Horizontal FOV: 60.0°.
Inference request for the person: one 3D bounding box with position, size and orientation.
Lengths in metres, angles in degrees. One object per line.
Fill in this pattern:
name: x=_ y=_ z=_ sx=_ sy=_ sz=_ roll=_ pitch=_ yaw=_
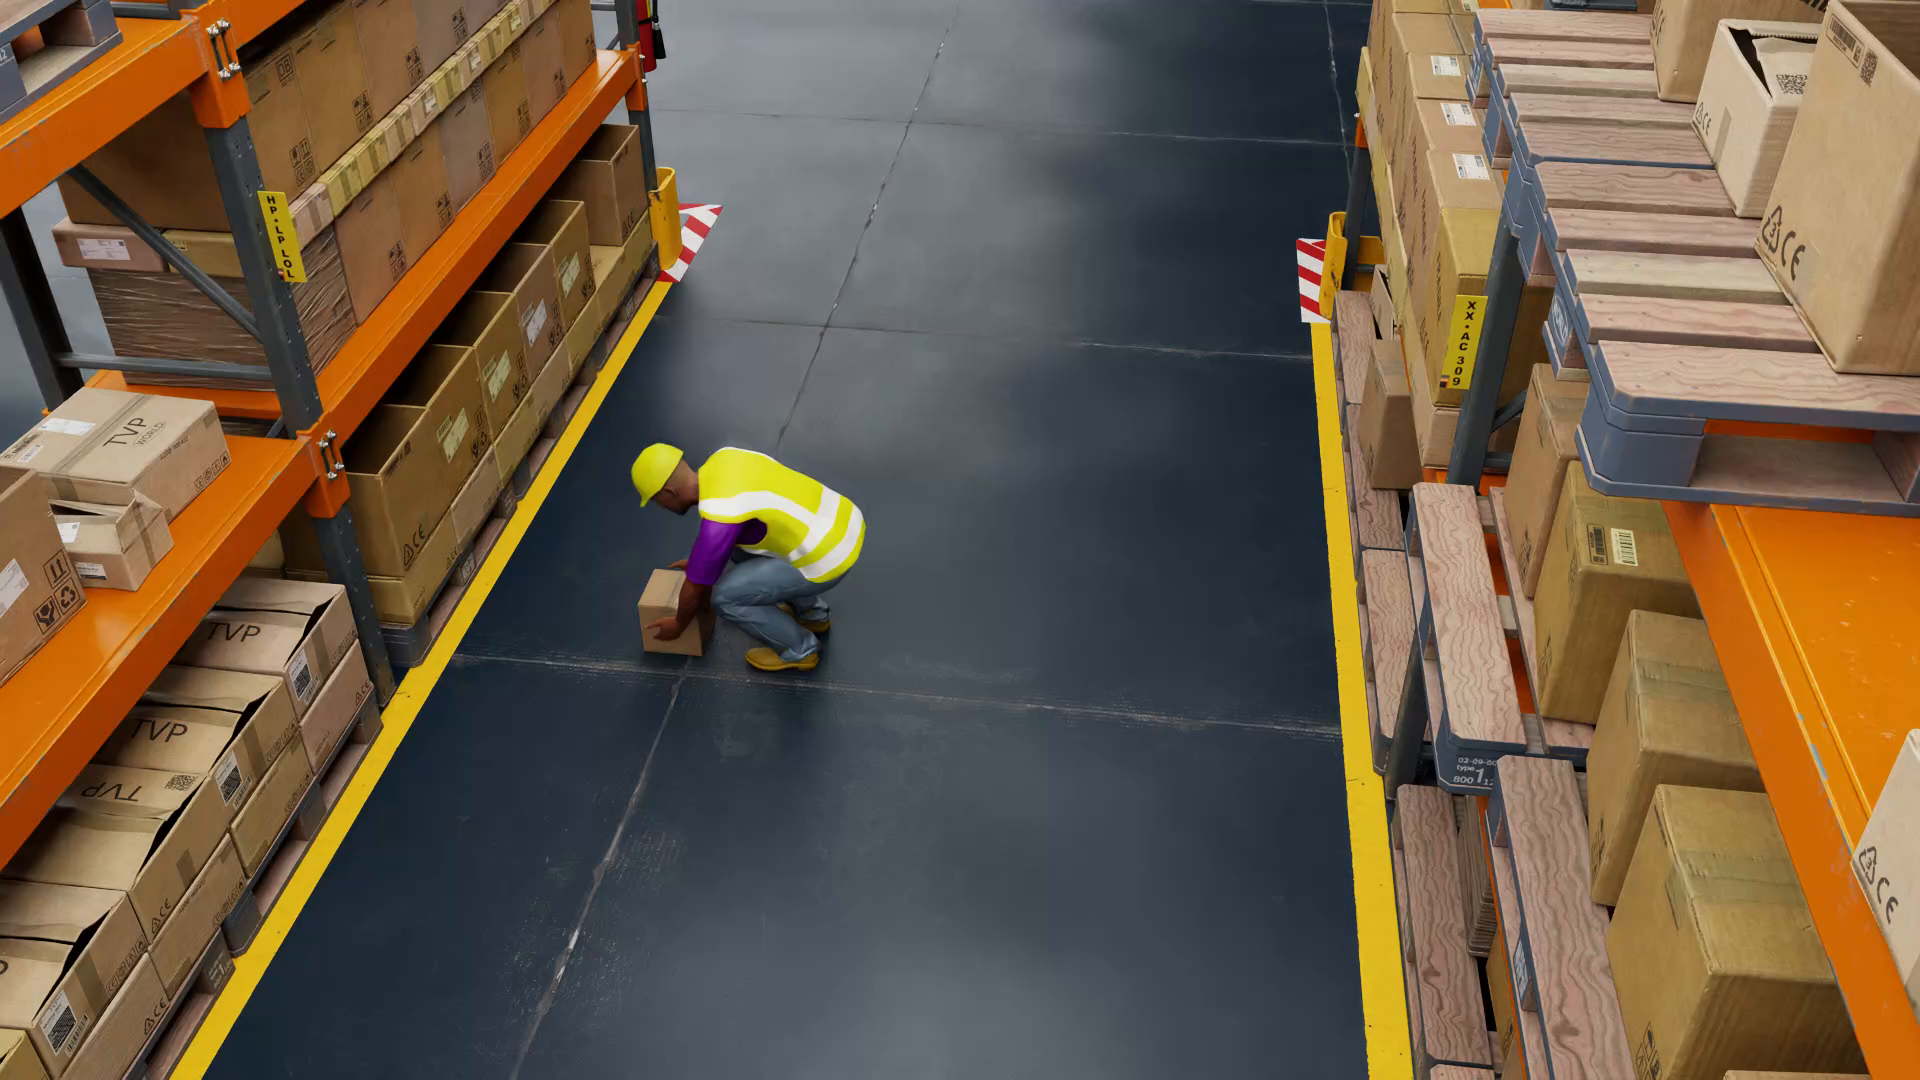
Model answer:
person: x=-0.839 y=0.052 z=6.717 sx=0.891 sy=0.995 sz=0.584 roll=4 pitch=36 yaw=6
